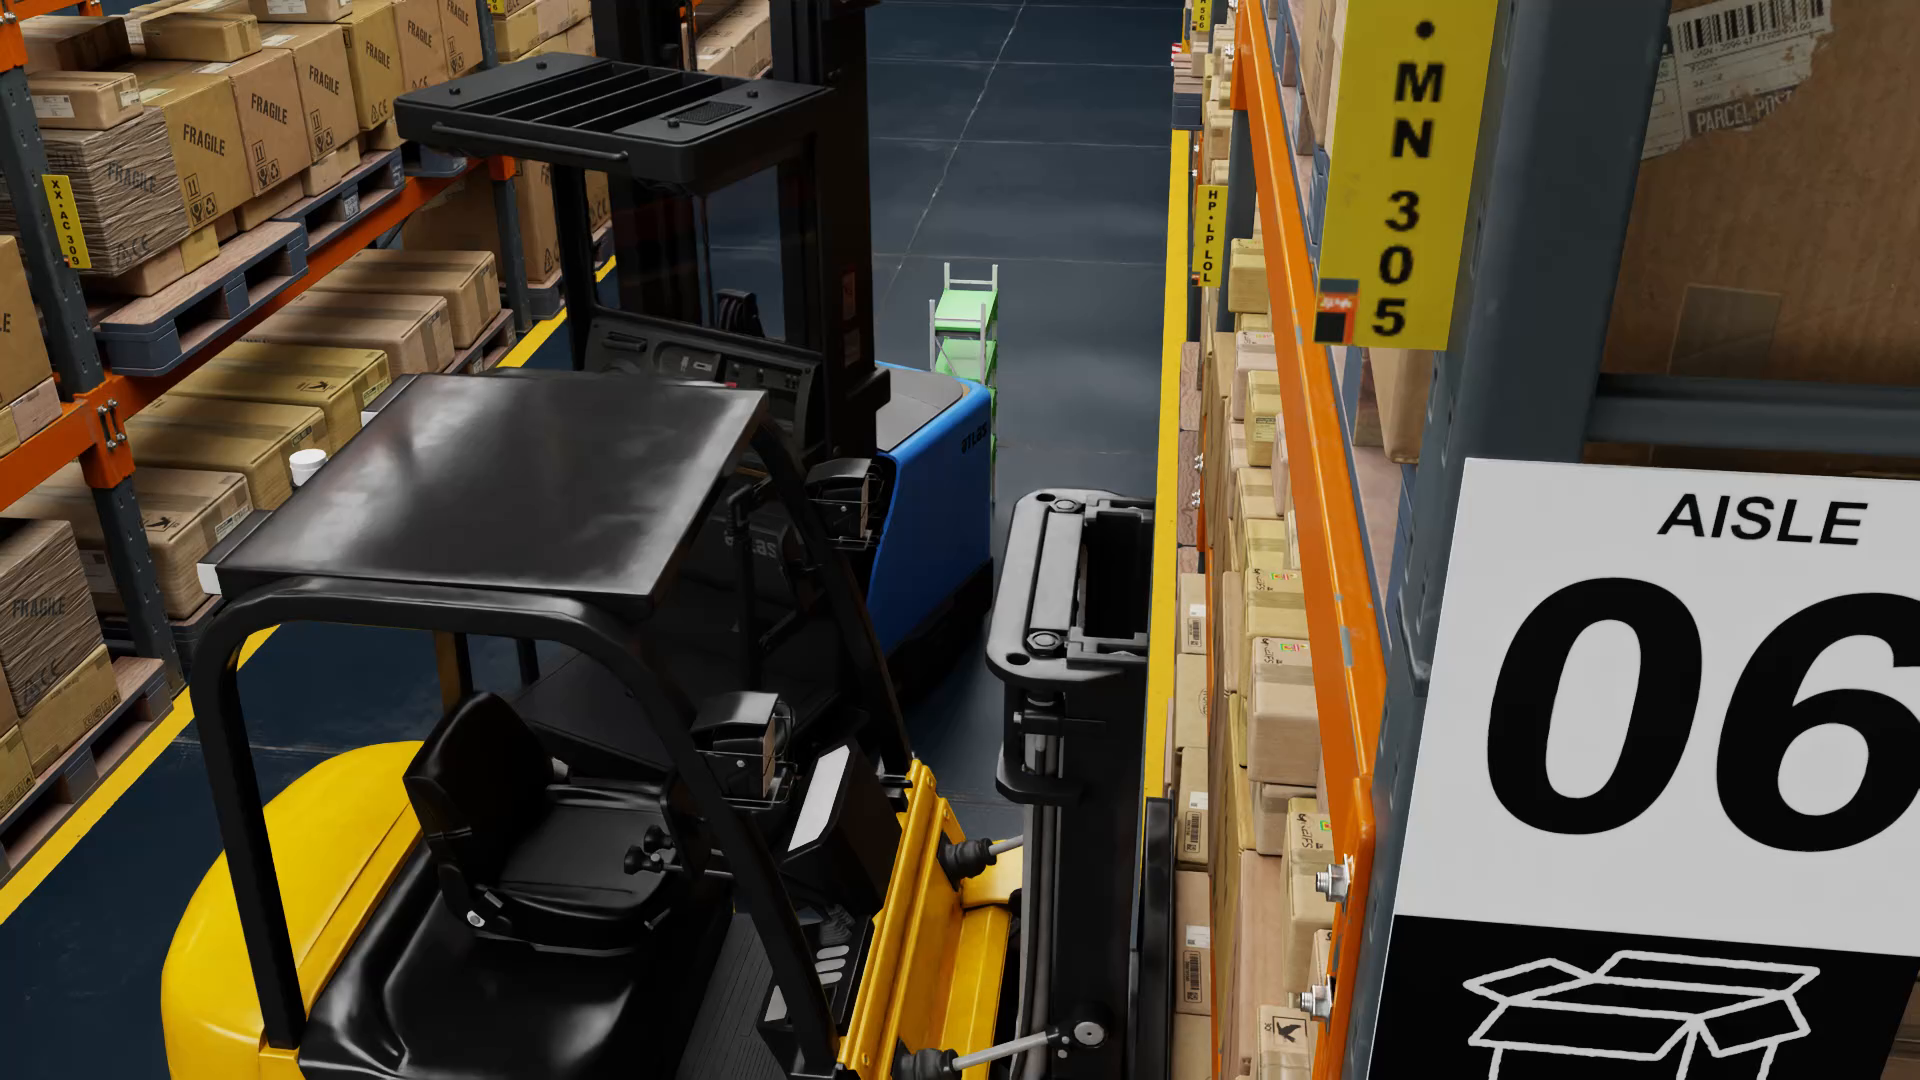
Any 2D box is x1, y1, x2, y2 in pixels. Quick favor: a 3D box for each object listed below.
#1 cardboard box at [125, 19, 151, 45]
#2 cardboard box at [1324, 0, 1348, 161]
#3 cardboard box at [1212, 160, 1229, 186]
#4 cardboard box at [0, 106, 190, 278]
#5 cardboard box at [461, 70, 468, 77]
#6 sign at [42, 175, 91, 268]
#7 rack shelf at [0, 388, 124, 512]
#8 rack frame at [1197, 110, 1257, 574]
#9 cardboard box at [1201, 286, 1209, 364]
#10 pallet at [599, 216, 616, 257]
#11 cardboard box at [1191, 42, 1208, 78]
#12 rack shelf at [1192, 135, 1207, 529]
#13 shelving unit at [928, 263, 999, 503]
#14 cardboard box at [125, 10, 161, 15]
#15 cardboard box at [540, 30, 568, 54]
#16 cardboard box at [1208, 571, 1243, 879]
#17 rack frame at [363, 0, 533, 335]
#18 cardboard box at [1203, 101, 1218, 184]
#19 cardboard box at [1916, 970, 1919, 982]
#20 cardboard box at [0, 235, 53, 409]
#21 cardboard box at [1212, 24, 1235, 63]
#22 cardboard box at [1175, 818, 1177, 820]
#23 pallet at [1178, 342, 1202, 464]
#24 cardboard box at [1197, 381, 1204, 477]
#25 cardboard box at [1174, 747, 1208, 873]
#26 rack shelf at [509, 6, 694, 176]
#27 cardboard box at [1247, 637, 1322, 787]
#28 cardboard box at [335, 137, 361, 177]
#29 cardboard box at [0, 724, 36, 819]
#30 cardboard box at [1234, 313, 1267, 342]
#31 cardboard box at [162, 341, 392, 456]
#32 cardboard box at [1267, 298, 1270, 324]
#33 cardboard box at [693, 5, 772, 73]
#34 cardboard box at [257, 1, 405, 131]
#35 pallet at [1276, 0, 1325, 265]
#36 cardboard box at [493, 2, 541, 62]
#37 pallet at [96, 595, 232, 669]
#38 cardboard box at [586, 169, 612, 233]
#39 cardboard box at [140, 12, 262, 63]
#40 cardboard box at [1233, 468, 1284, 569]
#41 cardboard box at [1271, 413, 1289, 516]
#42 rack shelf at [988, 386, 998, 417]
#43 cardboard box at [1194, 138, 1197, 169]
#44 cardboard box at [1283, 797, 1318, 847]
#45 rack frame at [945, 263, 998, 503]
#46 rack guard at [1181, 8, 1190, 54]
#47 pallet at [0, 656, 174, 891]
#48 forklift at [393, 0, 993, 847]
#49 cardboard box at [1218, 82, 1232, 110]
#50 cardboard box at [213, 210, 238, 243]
[{"bbox_3d":[-3.581,-2.049,7.528,0.500,0.500,0.500,2,28,4],"label":"cardboard box"},{"bbox_3d":[0.666,-0.583,2.101,0.396,0.266,0.258,3,29,6],"label":"cardboard box"},{"bbox_3d":[1.143,-1.318,6.245,0.380,0.149,0.250,2,28,5],"label":"cardboard box"},{"bbox_3d":[-3.259,-1.299,6.137,0.500,0.500,0.500,4,29,7],"label":"cardboard box"},{"bbox_3d":[-2.918,-2.525,9.096,0.380,0.149,0.250,4,29,8],"label":"cardboard box"},{"bbox_3d":[-3.062,-1.089,5.695,0.100,0.325,0.005,3,28,6],"label":"sign"},{"bbox_3d":[-3.847,0.523,4.376,1.077,0.370,4.000,3,28,6],"label":"rack shelf"},{"bbox_3d":[1.325,-0.449,5.420,1.000,3.000,0.127,3,28,6],"label":"rack frame"},{"bbox_3d":[1.183,-0.872,6.364,0.500,0.250,0.500,3,28,6],"label":"cardboard box"},{"bbox_3d":[-2.788,-2.330,11.852,1.003,0.211,1.213,3,28,6],"label":"pallet"},{"bbox_3d":[1.515,-2.737,9.491,0.380,0.149,0.250,4,29,7],"label":"cardboard box"},{"bbox_3d":[1.570,-1.073,7.338,1.077,0.370,4.000,3,28,6],"label":"rack shelf"},{"bbox_3d":[0.020,-0.606,7.610,0.258,1.200,0.503,3,28,6],"label":"shelving unit"},{"bbox_3d":[-7.535,-4.844,15.515,0.380,0.149,0.250,3,29,6],"label":"cardboard box"},{"bbox_3d":[-2.756,-3.011,10.334,0.500,0.250,0.500,3,28,5],"label":"cardboard box"},{"bbox_3d":[0.821,0.421,3.700,0.500,0.500,0.500,4,29,7],"label":"cardboard box"},{"bbox_3d":[-3.111,-2.618,9.447,1.000,3.000,0.127,3,28,6],"label":"rack frame"},{"bbox_3d":[1.374,-1.810,7.578,0.500,0.250,0.500,3,28,5],"label":"cardboard box"},{"bbox_3d":[1.172,0.582,2.405,0.380,0.149,0.250,4,29,7],"label":"cardboard box"},{"bbox_3d":[-3.409,-0.687,5.443,0.500,0.500,0.500,3,28,5],"label":"cardboard box"},{"bbox_3d":[1.484,-2.528,8.491,0.380,0.149,0.250,4,29,8],"label":"cardboard box"},{"bbox_3d":[0.900,0.804,5.025,0.500,0.250,0.500,3,28,6],"label":"cardboard box"},{"bbox_3d":[1.676,-0.719,8.862,1.003,0.211,1.213,3,28,6],"label":"pallet"},{"bbox_3d":[1.571,-0.553,7.675,0.875,0.625,0.625,2,28,4],"label":"cardboard box"},{"bbox_3d":[0.832,0.821,4.465,0.500,0.250,0.500,4,29,8],"label":"cardboard box"},{"bbox_3d":[-2.866,-3.243,11.365,1.077,0.370,4.000,3,28,6],"label":"rack shelf"},{"bbox_3d":[0.700,0.308,2.912,0.380,0.149,0.250,4,29,7],"label":"cardboard box"},{"bbox_3d":[-3.029,-1.791,7.733,0.380,0.149,0.250,2,28,5],"label":"cardboard box"},{"bbox_3d":[-3.463,0.835,5.493,0.500,0.250,0.500,3,28,5],"label":"cardboard box"},{"bbox_3d":[1.025,-0.644,4.993,0.380,0.149,0.250,3,28,5],"label":"cardboard box"},{"bbox_3d":[-3.372,-0.676,8.171,0.950,0.372,0.625,4,29,8],"label":"cardboard box"},{"bbox_3d":[1.067,-0.647,4.685,0.380,0.149,0.250,4,29,7],"label":"cardboard box"},{"bbox_3d":[-2.217,-4.693,15.557,0.875,0.438,0.875,4,29,8],"label":"cardboard box"},{"bbox_3d":[-3.004,-2.266,7.932,0.500,0.500,0.500,1,28,3],"label":"cardboard box"},{"bbox_3d":[1.094,-0.755,2.919,1.003,0.211,1.213,3,28,6],"label":"pallet"},{"bbox_3d":[-2.804,-2.997,9.780,0.500,0.250,0.500,3,28,6],"label":"cardboard box"},{"bbox_3d":[-3.508,0.126,7.294,1.003,0.211,1.213,3,28,6],"label":"pallet"},{"bbox_3d":[-2.831,-2.608,11.225,0.875,0.875,0.875,4,29,7],"label":"cardboard box"},{"bbox_3d":[-3.162,-2.099,6.938,0.380,0.149,0.250,5,29,9],"label":"cardboard box"},{"bbox_3d":[0.840,-0.043,3.877,0.380,0.149,0.250,2,28,5],"label":"cardboard box"},{"bbox_3d":[0.913,-0.165,3.792,0.380,0.149,0.250,3,28,6],"label":"cardboard box"},{"bbox_3d":[0.020,-0.550,7.640,0.258,0.148,0.480,3,28,6],"label":"rack shelf"},{"bbox_3d":[1.967,-2.833,12.039,0.500,0.500,0.500,3,28,6],"label":"cardboard box"},{"bbox_3d":[0.736,0.568,2.743,0.380,0.149,0.250,3,28,6],"label":"cardboard box"},{"bbox_3d":[0.050,-0.721,7.823,0.240,1.200,0.015,3,28,6],"label":"rack frame"},{"bbox_3d":[2.786,-4.961,16.432,1.175,0.500,0.348,3,28,6],"label":"rack guard"},{"bbox_3d":[-3.649,0.810,6.023,1.003,0.211,1.213,3,28,6],"label":"pallet"},{"bbox_3d":[-0.999,-0.463,5.519,1.130,2.935,3.031,14,31,25],"label":"forklift"},{"bbox_3d":[1.336,-1.920,7.362,0.380,0.149,0.250,4,29,7],"label":"cardboard box"},{"bbox_3d":[-3.222,-1.306,6.834,0.380,0.149,0.250,5,29,9],"label":"cardboard box"}]
